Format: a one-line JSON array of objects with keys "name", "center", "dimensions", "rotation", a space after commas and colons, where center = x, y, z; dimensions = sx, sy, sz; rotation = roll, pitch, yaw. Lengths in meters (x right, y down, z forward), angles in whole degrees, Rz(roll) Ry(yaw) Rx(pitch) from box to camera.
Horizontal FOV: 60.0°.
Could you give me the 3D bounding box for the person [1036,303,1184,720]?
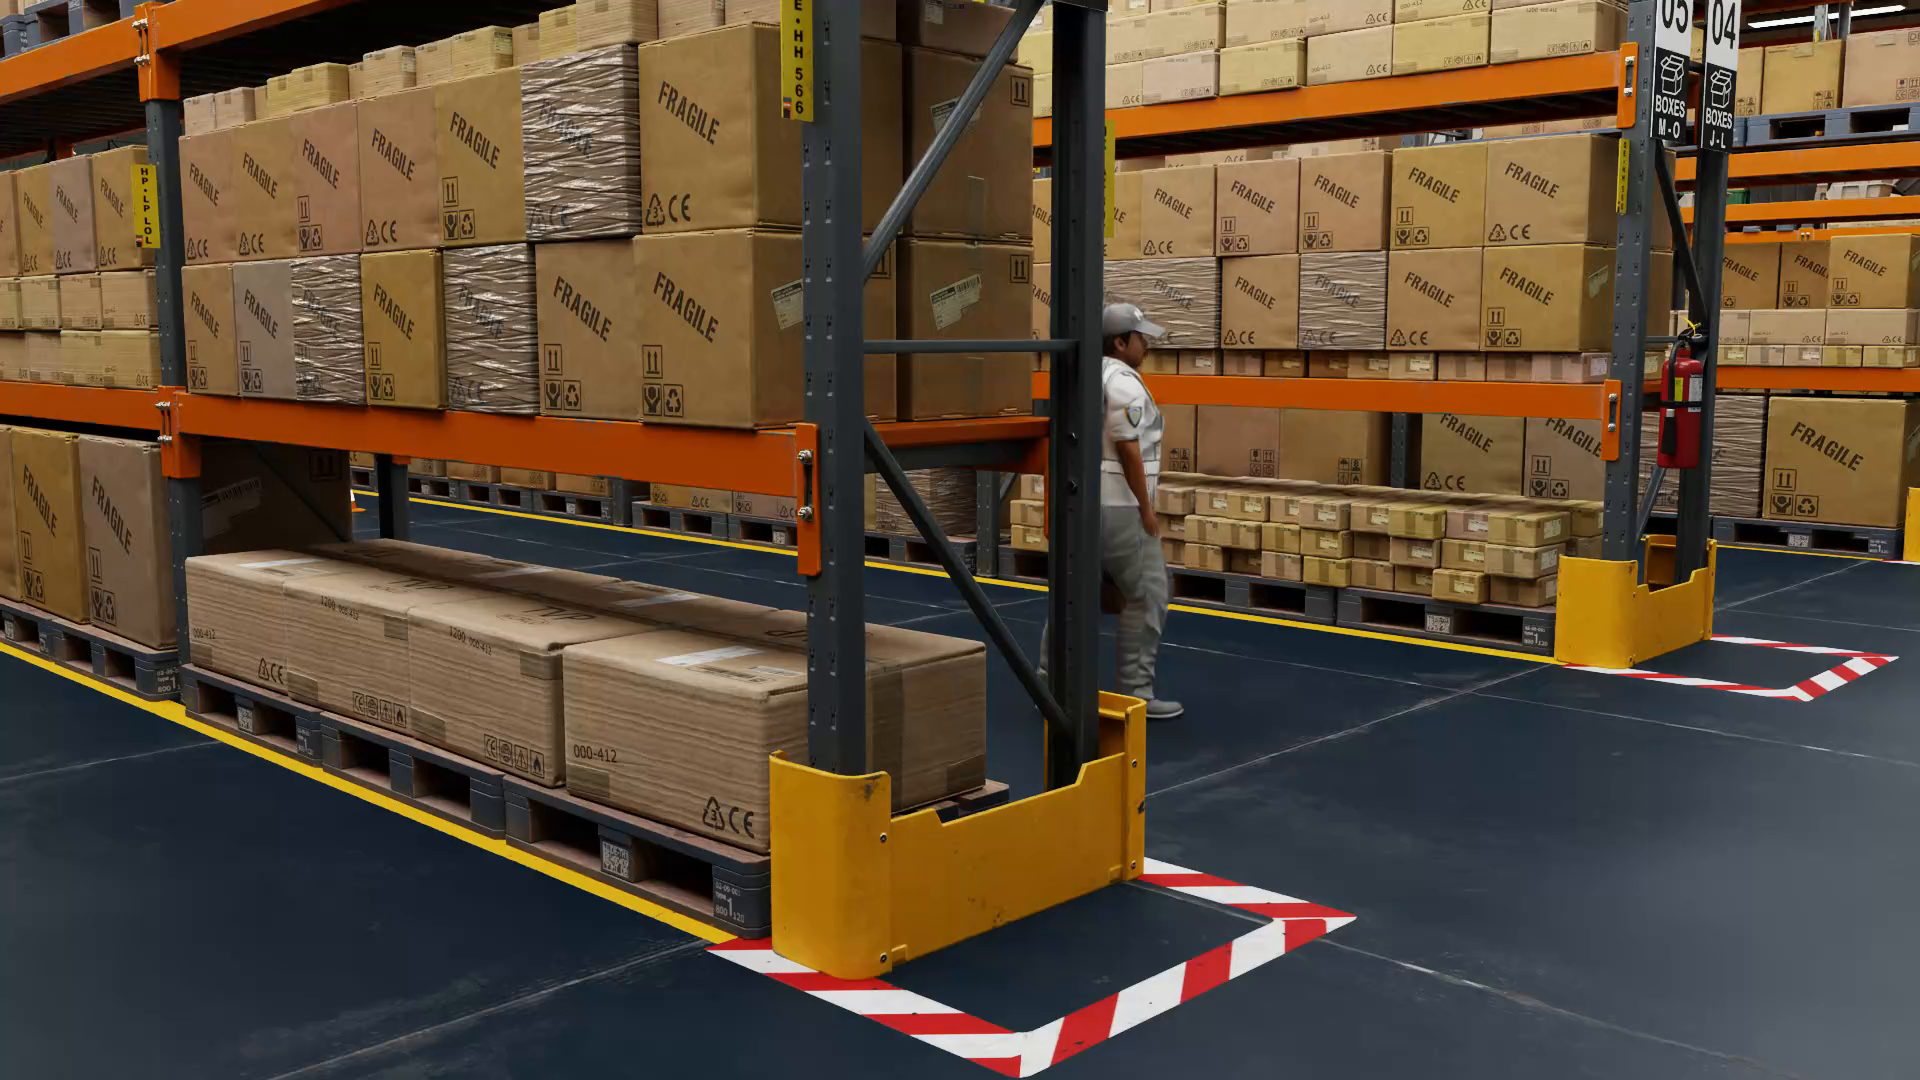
[{"name": "person", "center": [0.597, -0.112, 6.655], "dimensions": [0.553, 1.657, 0.502], "rotation": [-4, 8, -26]}]
